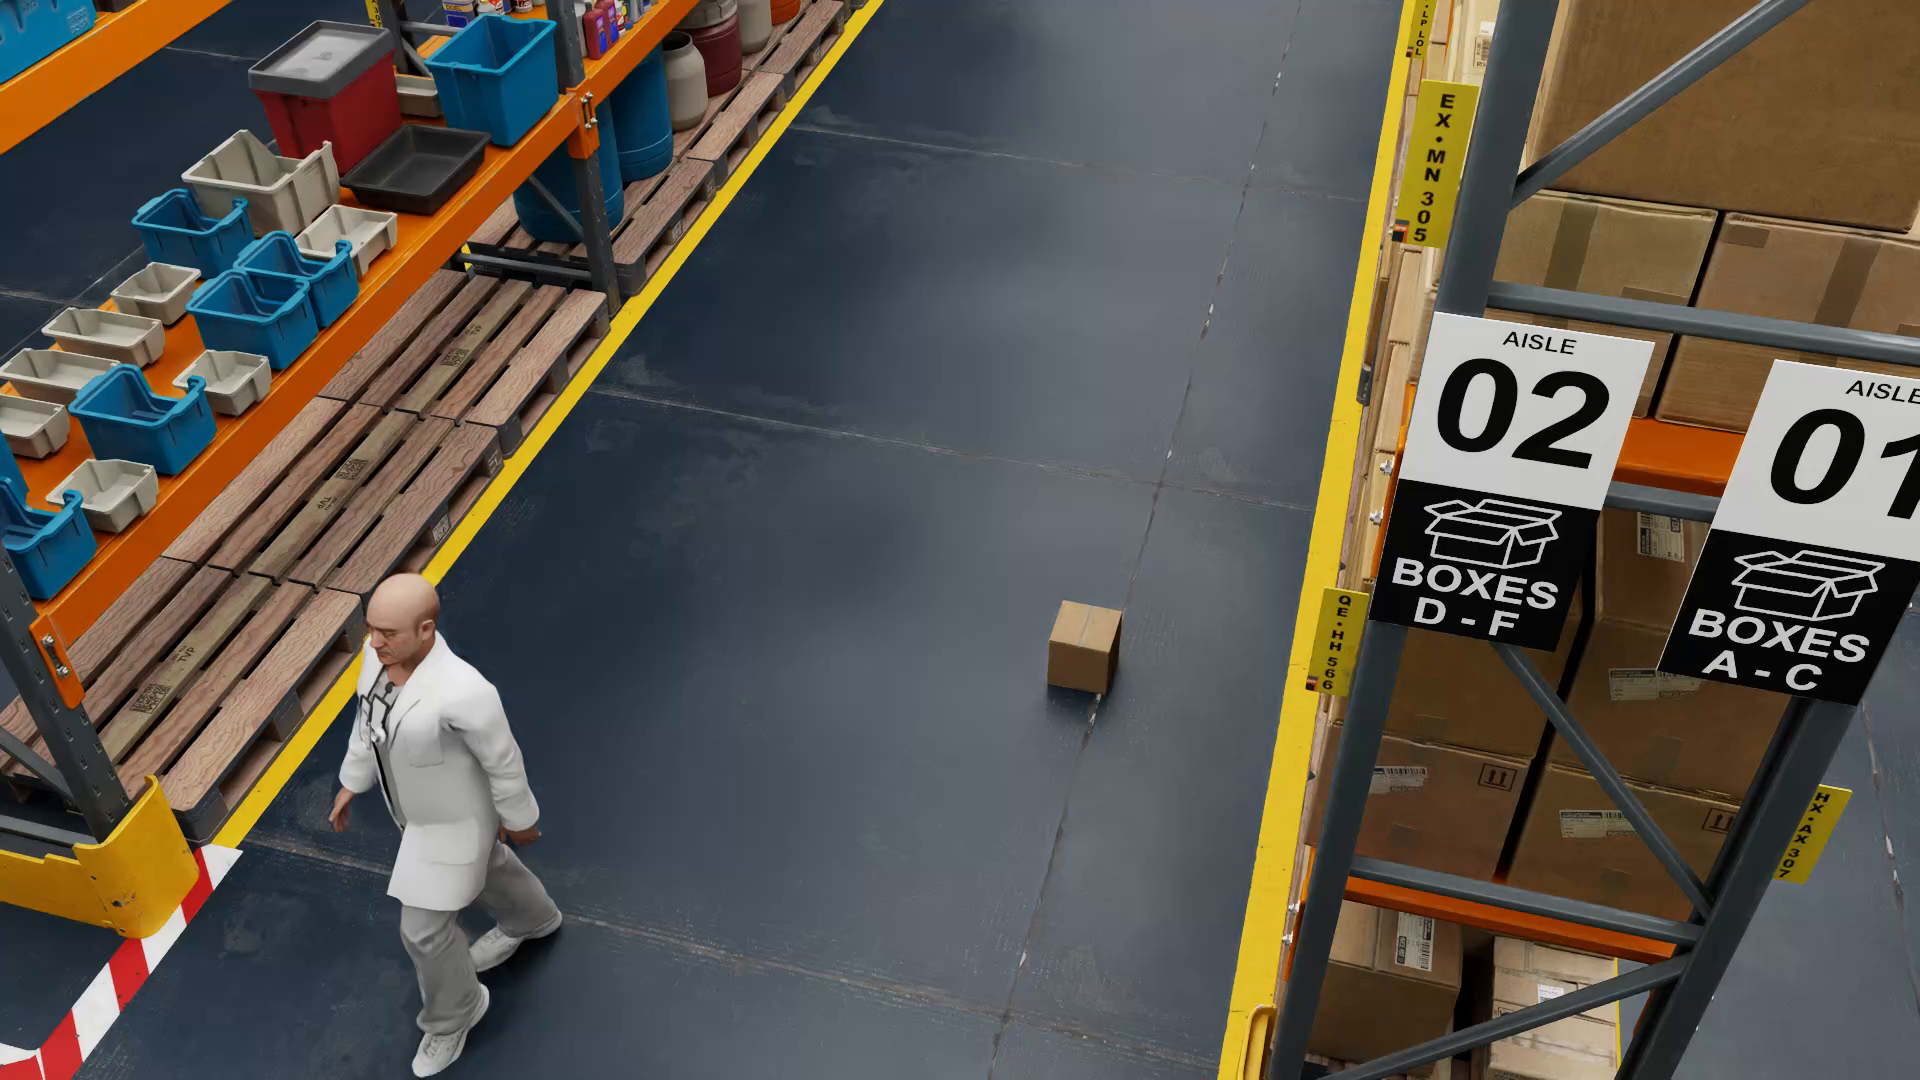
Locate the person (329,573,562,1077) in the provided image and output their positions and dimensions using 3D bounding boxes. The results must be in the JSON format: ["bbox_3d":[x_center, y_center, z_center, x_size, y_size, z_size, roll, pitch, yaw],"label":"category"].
[{"bbox_3d":[-1.658,0.873,5.174,0.709,1.842,0.573,-32,50,-32],"label":"person"}]
